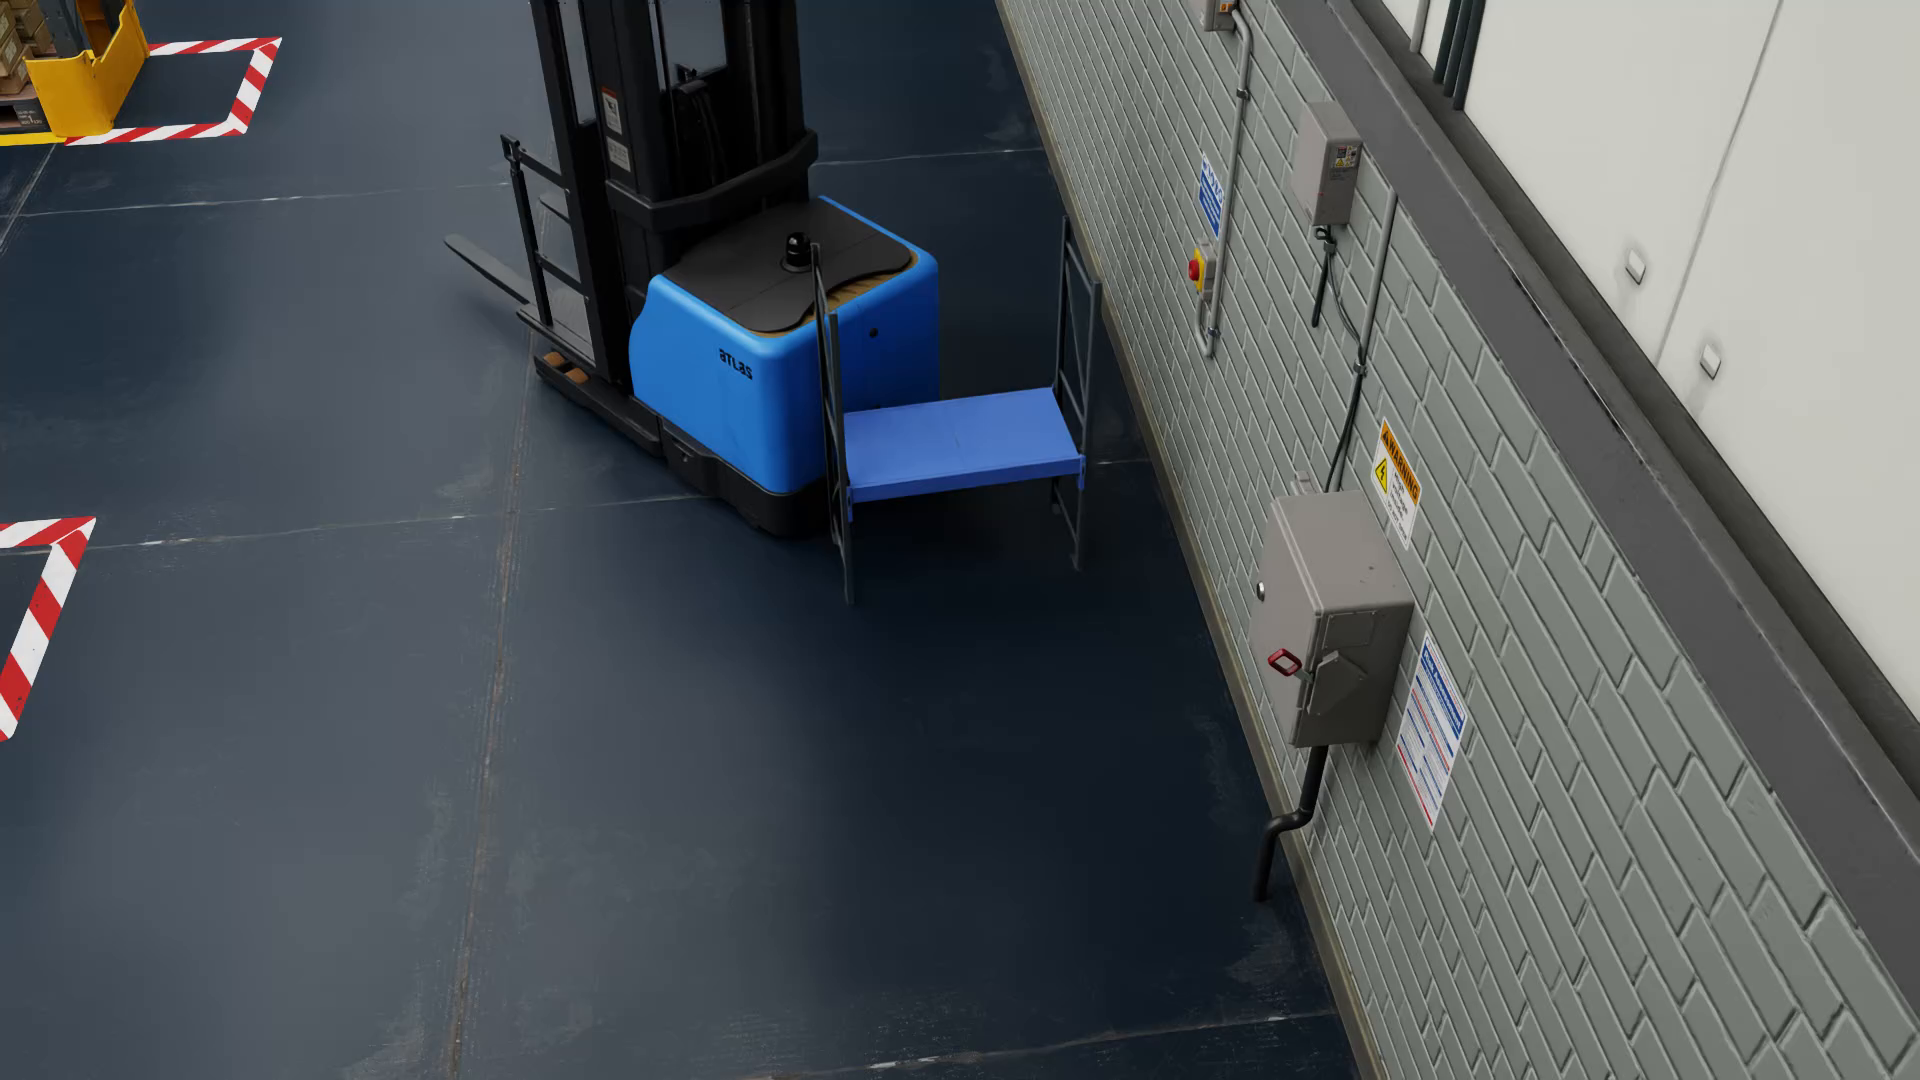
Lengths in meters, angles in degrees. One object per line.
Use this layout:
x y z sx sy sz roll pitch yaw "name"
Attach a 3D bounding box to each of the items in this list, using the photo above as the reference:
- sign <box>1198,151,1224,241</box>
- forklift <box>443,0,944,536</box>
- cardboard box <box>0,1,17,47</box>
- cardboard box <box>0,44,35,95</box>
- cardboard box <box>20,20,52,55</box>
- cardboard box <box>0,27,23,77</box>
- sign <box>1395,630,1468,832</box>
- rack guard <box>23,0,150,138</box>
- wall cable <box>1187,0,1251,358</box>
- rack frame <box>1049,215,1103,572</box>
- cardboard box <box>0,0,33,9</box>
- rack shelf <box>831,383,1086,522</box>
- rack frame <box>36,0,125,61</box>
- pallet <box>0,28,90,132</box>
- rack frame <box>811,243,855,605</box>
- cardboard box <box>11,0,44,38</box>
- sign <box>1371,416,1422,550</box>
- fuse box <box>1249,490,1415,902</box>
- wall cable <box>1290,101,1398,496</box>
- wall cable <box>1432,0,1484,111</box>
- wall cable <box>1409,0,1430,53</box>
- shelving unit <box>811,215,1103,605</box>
0.982 -1.349 6.516 0.001 0.218 0.327 -5 42 -6 "sign"
-1.473 -1.986 7.475 1.130 2.935 3.031 -34 52 -32 "forklift"
-5.895 -3.089 10.017 0.250 0.149 0.380 -5 42 -5 "cardboard box"
-5.897 -2.898 10.250 0.250 0.149 0.380 -4 42 -5 "cardboard box"
-5.964 -3.250 10.639 0.250 0.149 0.380 -4 42 -5 "cardboard box"
-5.889 -2.958 10.093 0.250 0.149 0.380 -6 42 -7 "cardboard box"
1.325 0.541 4.692 0.001 0.494 0.329 -5 42 -6 "sign"
-5.478 -3.050 10.470 0.348 0.500 1.175 -5 42 -6 "rack guard"
0.928 -1.601 6.214 0.123 1.953 0.585 -5 42 -6 "wall cable"
0.477 -0.581 6.985 0.032 1.500 0.500 -8 43 -9 "rack frame"
-5.966 -3.484 10.454 0.250 0.149 0.380 -7 42 -7 "cardboard box"
-0.021 -0.378 7.029 1.000 0.185 0.538 -8 43 -9 "rack shelf"
-5.402 -3.985 9.640 0.127 3.000 1.000 -5 42 -6 "rack frame"
-6.288 -2.896 10.514 1.213 0.211 1.003 -5 42 -6 "pallet"
-0.519 -0.442 6.831 0.032 1.500 0.500 -8 43 -9 "rack frame"
-5.955 -3.318 10.493 0.250 0.149 0.380 -3 42 -4 "cardboard box"
1.253 -0.165 4.788 0.001 0.242 0.339 -5 42 -6 "sign"
1.055 0.674 5.436 0.414 1.711 0.539 -5 42 -6 "fuse box"
1.123 -0.648 5.181 0.122 1.984 0.588 -5 42 -6 "wall cable"
1.362 -1.276 2.129 0.133 3.039 2.988 -5 42 -6 "wall cable"
1.038 -3.116 4.196 0.029 3.000 2.355 -5 42 -6 "wall cable"
-0.021 -0.511 6.908 1.048 1.500 0.538 -8 43 -9 "shelving unit"
